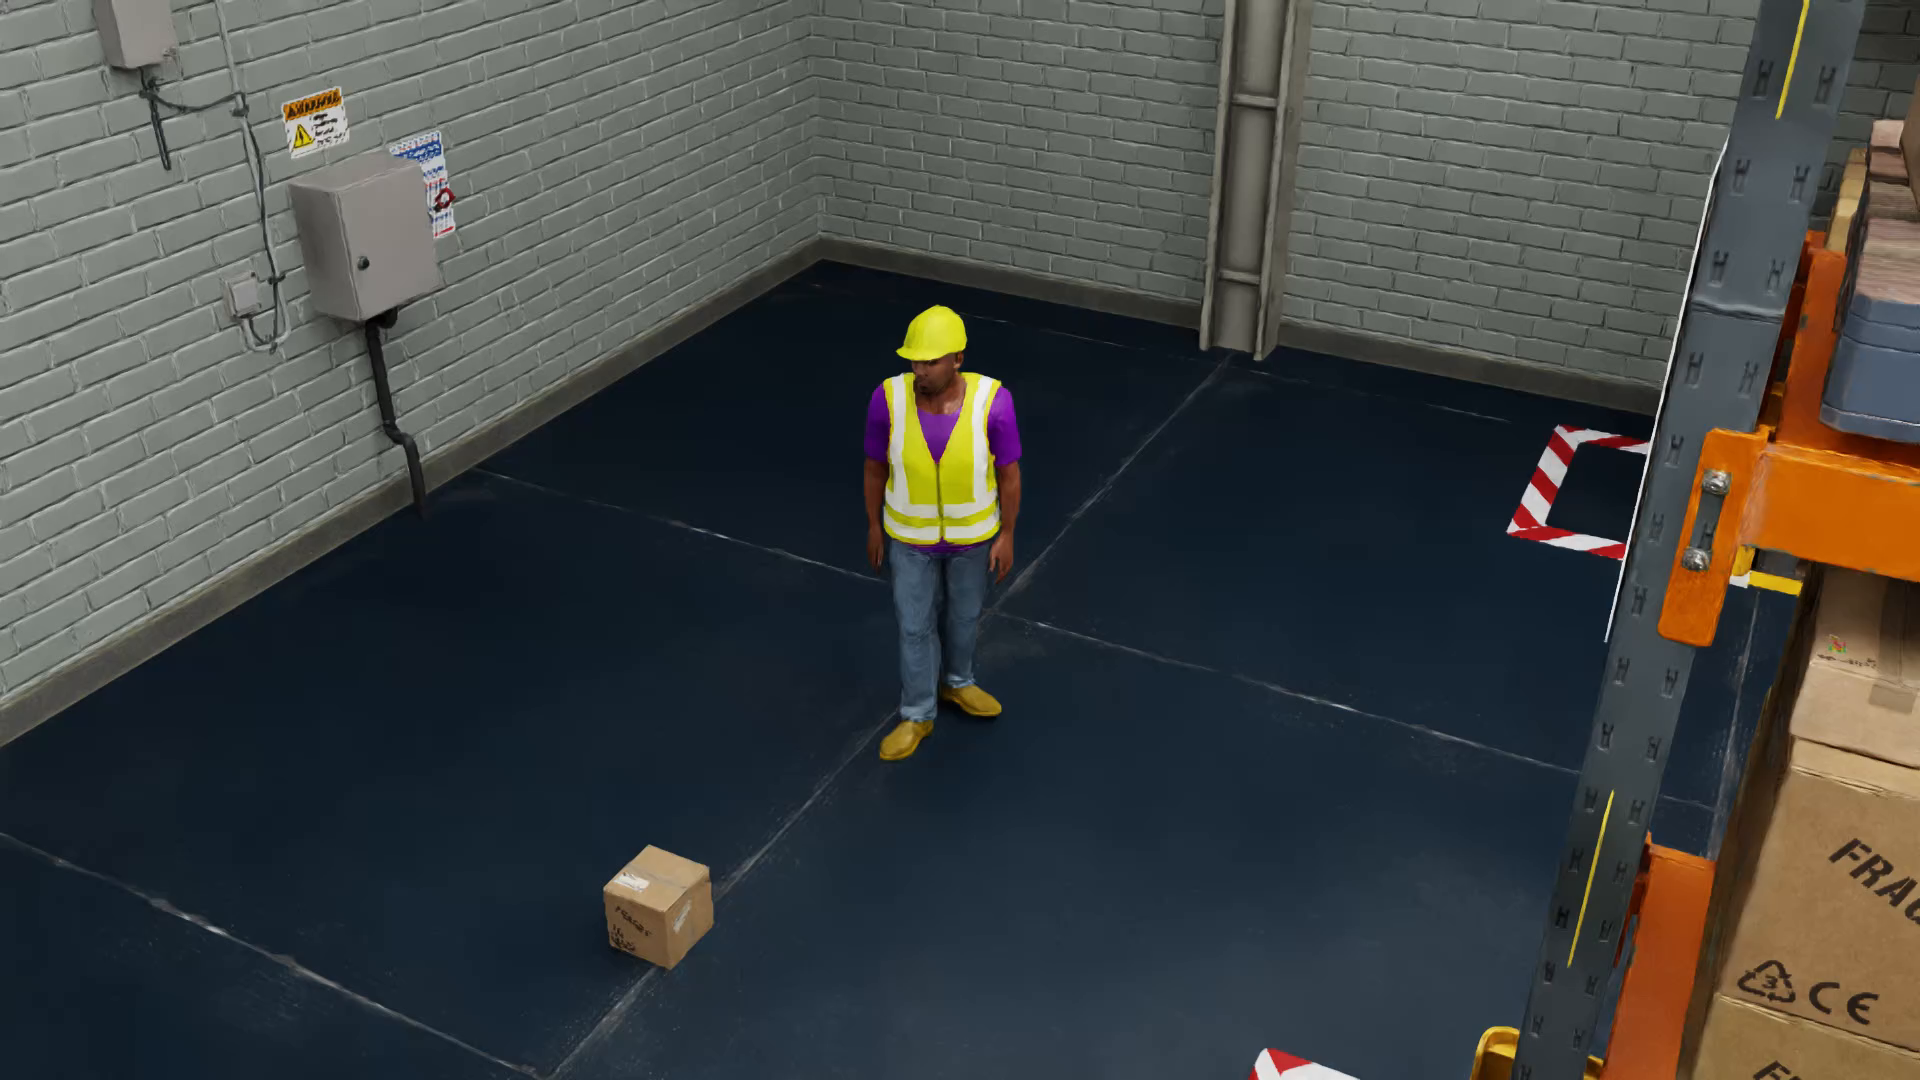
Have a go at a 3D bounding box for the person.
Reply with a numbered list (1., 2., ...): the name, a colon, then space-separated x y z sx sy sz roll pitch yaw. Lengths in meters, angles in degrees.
1. person: -0.065 -0.035 6.148 0.576 1.775 0.480 -1 30 -2
